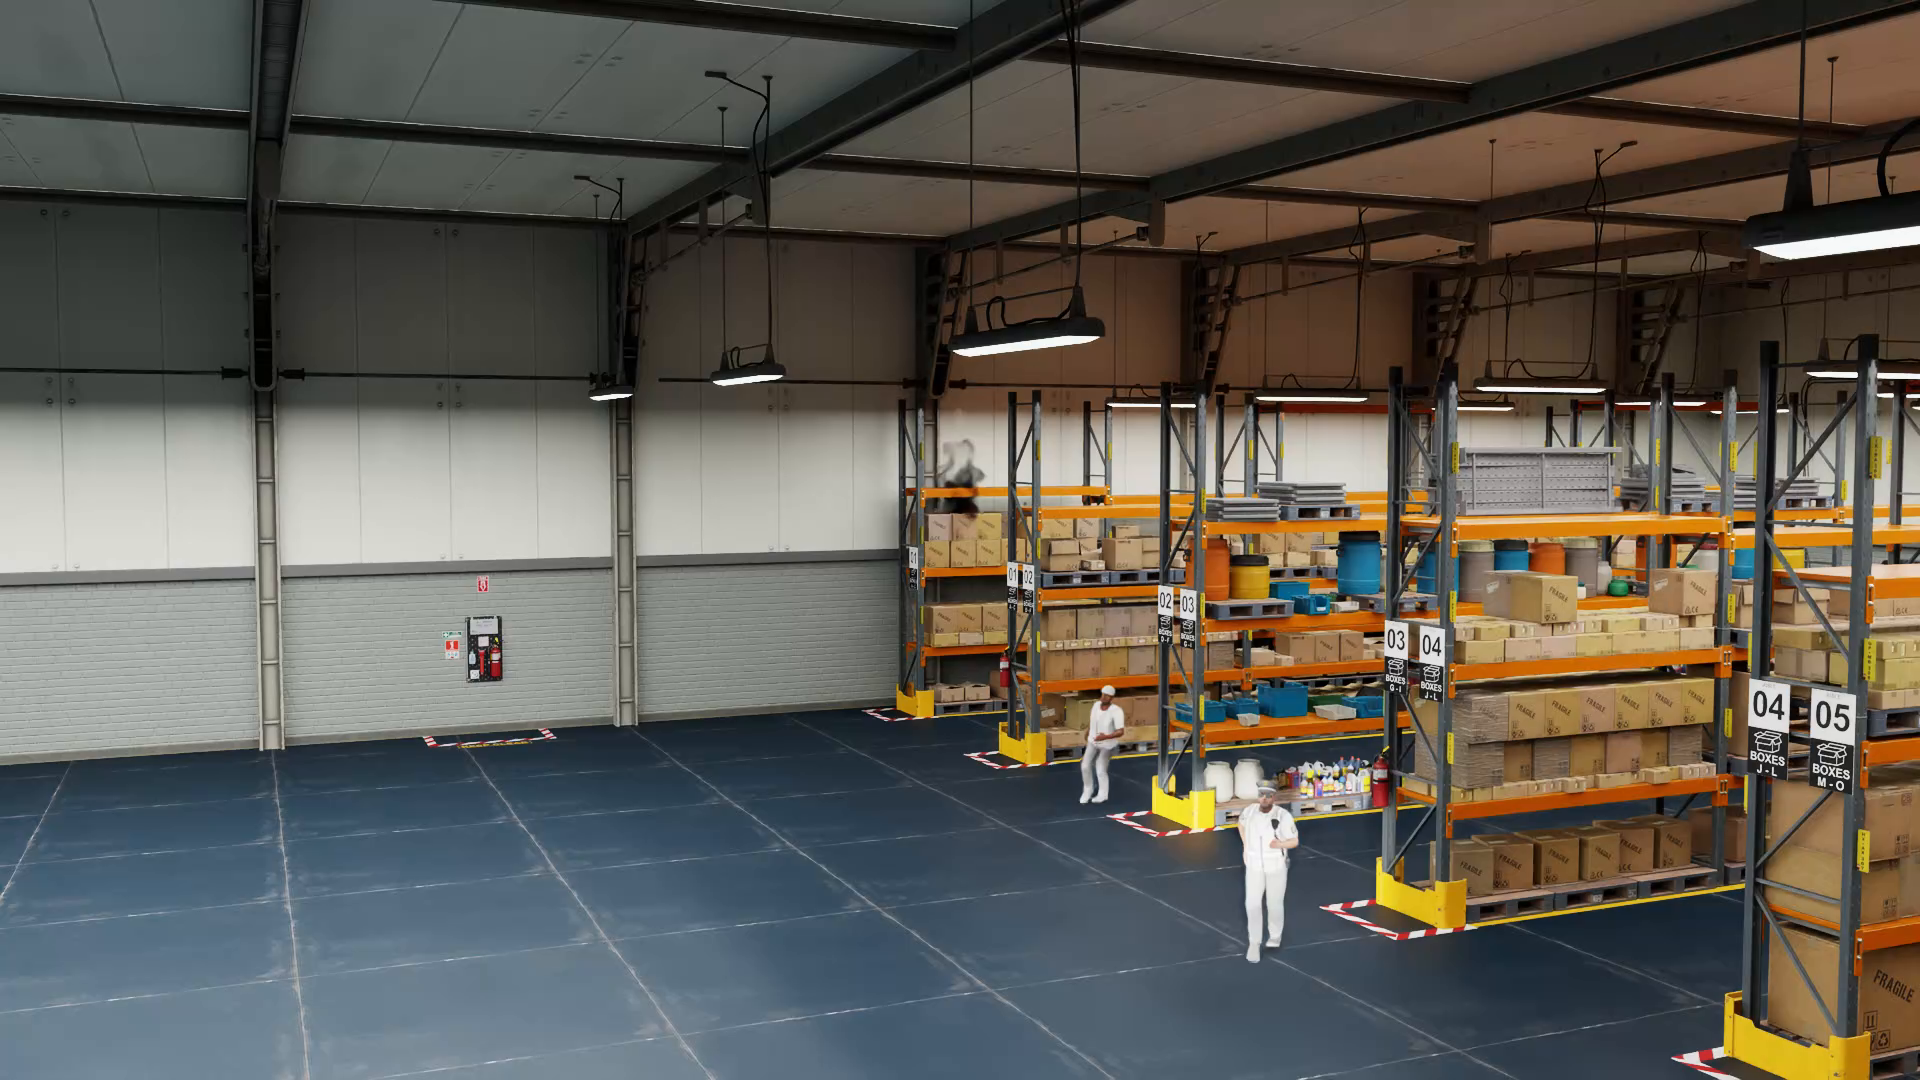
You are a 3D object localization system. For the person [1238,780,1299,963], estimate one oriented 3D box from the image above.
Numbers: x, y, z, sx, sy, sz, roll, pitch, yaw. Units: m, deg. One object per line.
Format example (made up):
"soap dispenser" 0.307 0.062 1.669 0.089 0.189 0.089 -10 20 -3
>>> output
"person" 3.070 3.303 16.694 0.649 1.827 0.762 1 4 20

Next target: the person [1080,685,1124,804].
"person" 2.029 2.920 23.652 0.697 1.745 0.649 2 4 35
